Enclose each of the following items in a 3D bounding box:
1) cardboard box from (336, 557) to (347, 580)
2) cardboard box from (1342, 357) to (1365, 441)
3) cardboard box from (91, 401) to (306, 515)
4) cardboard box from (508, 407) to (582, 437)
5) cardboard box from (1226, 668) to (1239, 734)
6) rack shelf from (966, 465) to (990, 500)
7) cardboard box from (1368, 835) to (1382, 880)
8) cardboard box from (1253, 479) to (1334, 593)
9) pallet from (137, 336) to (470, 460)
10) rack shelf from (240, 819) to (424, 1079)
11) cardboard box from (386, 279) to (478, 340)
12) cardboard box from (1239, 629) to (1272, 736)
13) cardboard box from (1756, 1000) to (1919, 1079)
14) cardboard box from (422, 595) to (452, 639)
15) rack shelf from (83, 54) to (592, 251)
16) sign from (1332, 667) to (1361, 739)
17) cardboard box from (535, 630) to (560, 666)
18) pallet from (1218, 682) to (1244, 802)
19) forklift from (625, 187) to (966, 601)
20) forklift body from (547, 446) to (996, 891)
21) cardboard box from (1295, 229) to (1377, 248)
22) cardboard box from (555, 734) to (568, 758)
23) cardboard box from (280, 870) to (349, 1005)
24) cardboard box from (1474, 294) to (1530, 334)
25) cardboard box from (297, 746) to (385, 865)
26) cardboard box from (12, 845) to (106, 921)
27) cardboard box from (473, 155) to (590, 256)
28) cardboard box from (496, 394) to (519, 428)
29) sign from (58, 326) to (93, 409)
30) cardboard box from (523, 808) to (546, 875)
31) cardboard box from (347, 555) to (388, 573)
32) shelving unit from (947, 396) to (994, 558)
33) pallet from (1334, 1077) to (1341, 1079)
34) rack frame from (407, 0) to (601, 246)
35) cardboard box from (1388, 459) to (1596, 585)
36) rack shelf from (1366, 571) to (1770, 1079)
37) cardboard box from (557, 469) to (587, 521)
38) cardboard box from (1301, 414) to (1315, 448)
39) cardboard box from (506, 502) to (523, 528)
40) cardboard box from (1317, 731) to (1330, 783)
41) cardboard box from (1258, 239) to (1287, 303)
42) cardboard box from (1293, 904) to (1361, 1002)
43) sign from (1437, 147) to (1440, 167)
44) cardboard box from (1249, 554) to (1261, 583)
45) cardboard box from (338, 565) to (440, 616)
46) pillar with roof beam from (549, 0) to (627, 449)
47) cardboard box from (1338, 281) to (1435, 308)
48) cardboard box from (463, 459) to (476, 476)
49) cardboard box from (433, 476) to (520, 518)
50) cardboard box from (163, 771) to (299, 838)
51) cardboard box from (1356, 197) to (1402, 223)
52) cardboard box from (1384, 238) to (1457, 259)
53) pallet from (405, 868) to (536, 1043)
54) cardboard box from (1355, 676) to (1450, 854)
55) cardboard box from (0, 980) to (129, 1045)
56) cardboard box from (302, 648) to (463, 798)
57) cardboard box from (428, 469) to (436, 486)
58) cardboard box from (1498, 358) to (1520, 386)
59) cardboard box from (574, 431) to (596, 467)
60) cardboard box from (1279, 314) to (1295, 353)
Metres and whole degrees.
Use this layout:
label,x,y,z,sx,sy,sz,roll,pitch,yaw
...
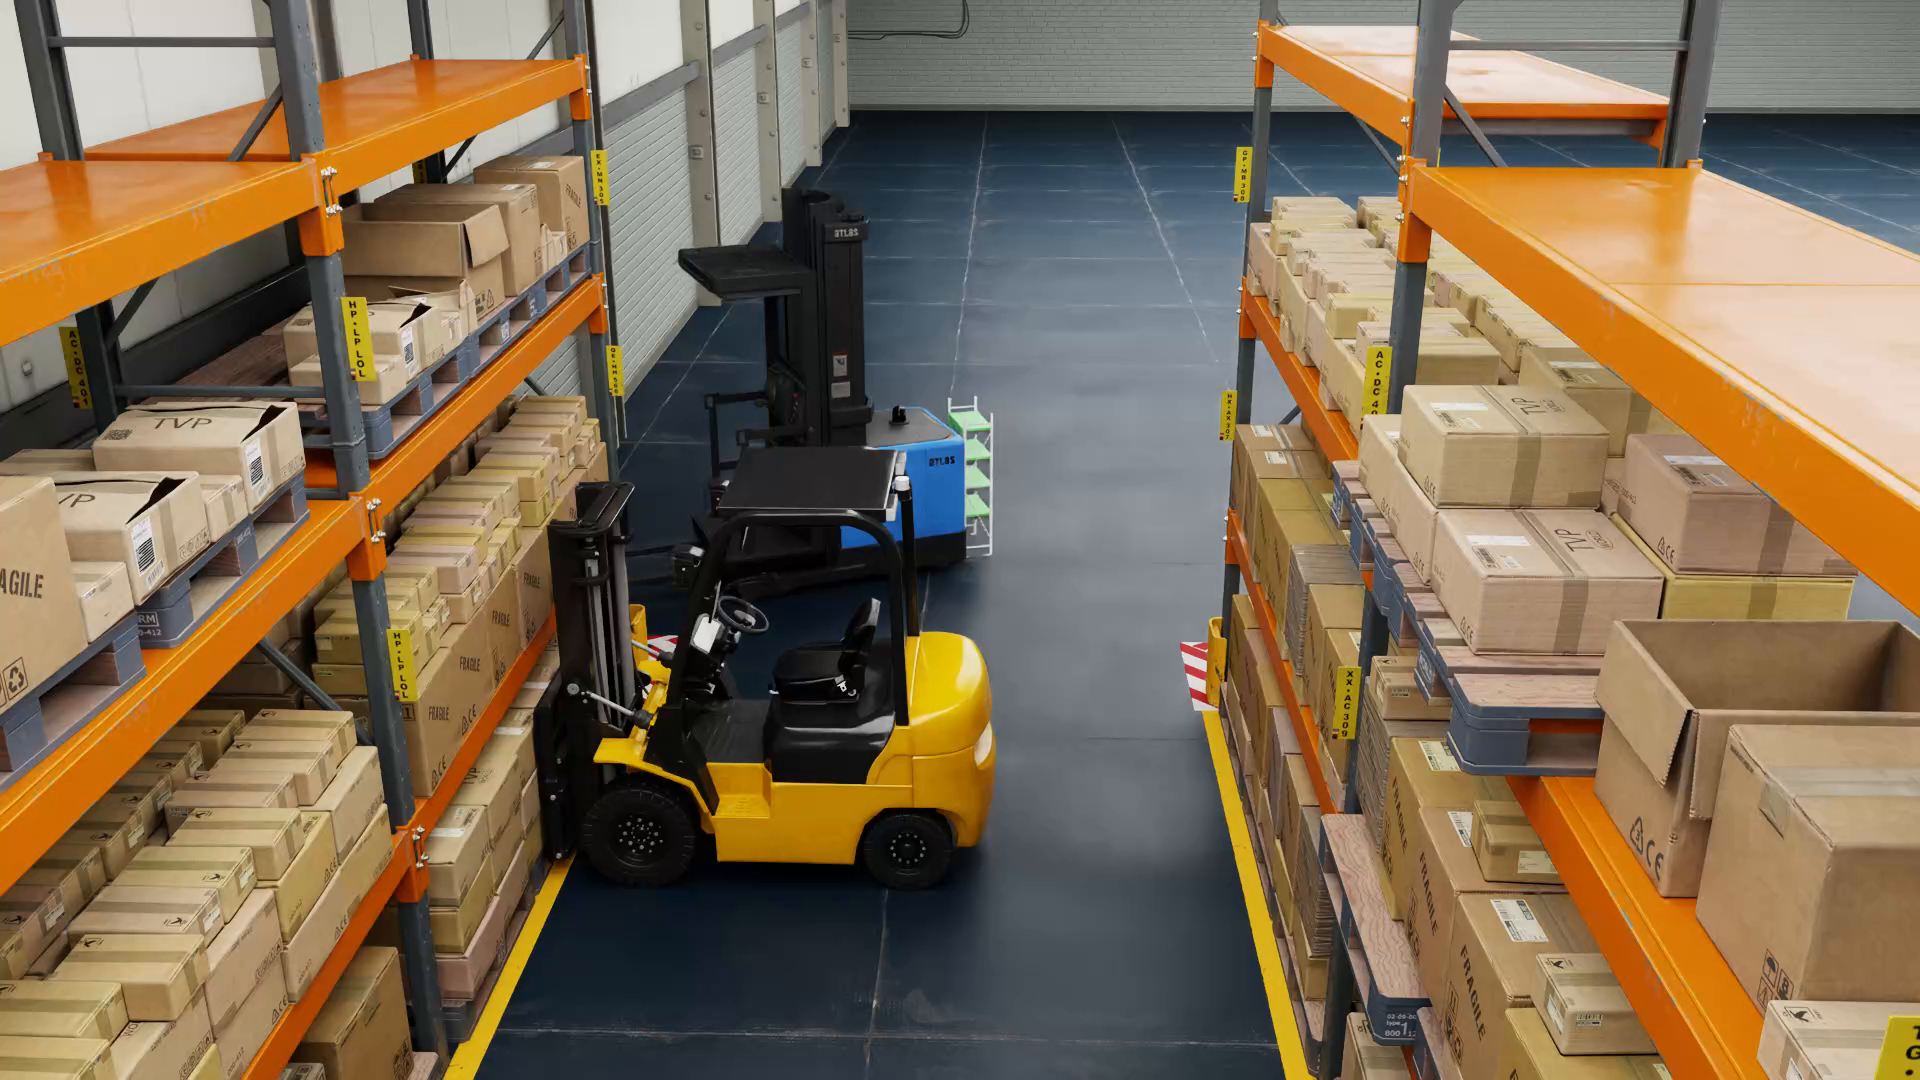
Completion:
label,x,y,z,sx,sy,sz,roll,pitch,yaw
cardboard box,-3.146,0.134,7.884,0.380,0.149,0.250,0,21,1
cardboard box,1.863,-0.559,6.766,0.500,0.250,0.500,0,21,1
cardboard box,-2.621,-0.317,5.750,0.500,0.311,0.500,0,21,0
cardboard box,-2.498,-0.695,10.020,0.380,0.149,0.250,1,21,2
cardboard box,1.939,1.000,10.320,0.500,0.250,0.500,0,21,1
rack shelf,0.082,-0.454,13.510,0.258,0.148,0.480,-5,22,-14
cardboard box,1.786,1.189,6.378,0.380,0.149,0.250,1,21,2
cardboard box,1.922,-0.021,9.179,0.500,0.500,0.500,0,21,1
pallet,-2.843,-0.648,7.321,1.003,0.211,1.213,1,21,2
rack shelf,-2.904,2.076,5.319,1.077,0.370,4.000,1,21,2
cardboard box,-2.494,-1.094,7.814,0.396,0.266,0.258,0,21,0
cardboard box,1.928,0.848,9.675,0.500,0.500,0.500,0,21,0
cardboard box,1.796,1.030,3.222,0.380,0.149,0.250,1,21,2
cardboard box,-2.584,0.368,7.691,0.380,0.149,0.250,1,21,2
rack shelf,-2.782,-1.980,8.033,1.077,0.370,4.000,1,21,2
sign,1.576,0.664,6.766,0.100,0.325,0.005,1,21,2
cardboard box,-2.438,0.729,9.636,0.500,0.250,0.500,1,21,2
pallet,2.178,1.246,10.320,1.003,0.211,1.213,1,21,2
forklift,-1.519,-1.120,12.657,3.031,2.935,1.130,-8,23,-20
forklift body,-0.955,0.673,9.114,2.313,2.155,1.214,1,21,2
cardboard box,1.971,-1.540,8.744,0.380,0.149,0.250,1,21,1
cardboard box,-2.463,1.153,9.233,0.500,0.250,0.500,1,21,1
cardboard box,-2.606,1.455,6.134,0.500,0.250,0.500,1,21,1
cardboard box,2.485,-0.977,7.291,0.380,0.149,0.250,0,21,1
cardboard box,-2.602,1.035,6.524,0.500,0.250,0.500,0,21,0
cardboard box,-3.157,1.163,5.644,0.380,0.149,0.250,1,21,2
cardboard box,-2.491,-1.953,9.705,0.500,0.500,0.500,1,21,3
cardboard box,-2.945,-0.797,10.283,0.380,0.149,0.250,0,21,1
sign,-3.398,-0.664,6.416,0.100,0.325,0.005,1,21,2
cardboard box,-2.497,1.563,8.868,0.500,0.250,0.500,1,21,3
cardboard box,-3.030,0.180,8.176,0.380,0.149,0.250,1,21,3
shelving unit,0.082,-0.514,13.487,0.258,1.200,0.503,-5,22,-14
pallet,2.096,2.653,6.694,1.003,0.211,1.213,1,21,2
rack frame,-2.721,-3.225,9.694,1.000,3.000,0.127,1,21,2
cardboard box,1.686,-0.063,5.318,0.500,0.250,0.500,0,21,1
rack shelf,2.058,0.731,4.639,1.077,0.370,4.000,1,21,2
cardboard box,-2.499,-0.107,9.812,0.500,0.500,0.500,1,21,3
cardboard box,2.443,-0.839,9.907,0.700,0.500,0.500,0,21,0
cardboard box,-2.564,-0.096,8.887,0.380,0.149,0.250,0,21,1
cardboard box,1.824,0.979,7.501,0.380,0.149,0.250,1,21,3
cardboard box,1.934,-1.481,9.143,0.500,0.250,0.500,0,21,1
cardboard box,1.868,1.941,7.895,0.500,0.250,0.500,2,21,4
sign,2.794,-2.173,9.905,0.100,0.325,0.005,1,21,2
cardboard box,1.887,0.140,9.661,0.380,0.149,0.250,1,21,2
cardboard box,-2.620,0.230,7.636,0.380,0.149,0.250,0,21,1
pillar with roof beam,0.842,-5.105,14.540,9.100,9.000,0.400,1,21,2
cardboard box,1.926,-1.076,7.546,0.380,0.149,0.250,0,21,1
cardboard box,-3.018,-0.380,9.620,0.380,0.149,0.250,0,21,0
cardboard box,-2.562,-0.230,8.821,0.380,0.149,0.250,1,21,2
cardboard box,-2.681,0.976,6.125,0.380,0.149,0.250,1,21,2
cardboard box,2.525,-1.903,9.677,0.380,0.149,0.250,1,21,2
cardboard box,2.382,-1.443,8.494,0.380,0.149,0.250,0,21,0
pallet,-2.777,2.031,8.296,1.003,0.211,1.213,1,21,2
cardboard box,1.818,0.856,6.338,0.500,0.500,0.500,1,21,3
cardboard box,-2.720,1.441,4.926,0.380,0.149,0.250,1,21,2
cardboard box,-2.568,0.814,7.440,0.500,0.500,0.500,0,21,0
cardboard box,-3.092,-0.328,9.076,0.380,0.149,0.250,0,21,0
cardboard box,2.406,-0.552,6.748,0.500,0.250,0.500,0,21,0
cardboard box,-2.430,-0.556,10.074,0.380,0.149,0.250,1,21,2
cardboard box,1.870,-1.073,8.641,0.380,0.149,0.250,1,21,2
